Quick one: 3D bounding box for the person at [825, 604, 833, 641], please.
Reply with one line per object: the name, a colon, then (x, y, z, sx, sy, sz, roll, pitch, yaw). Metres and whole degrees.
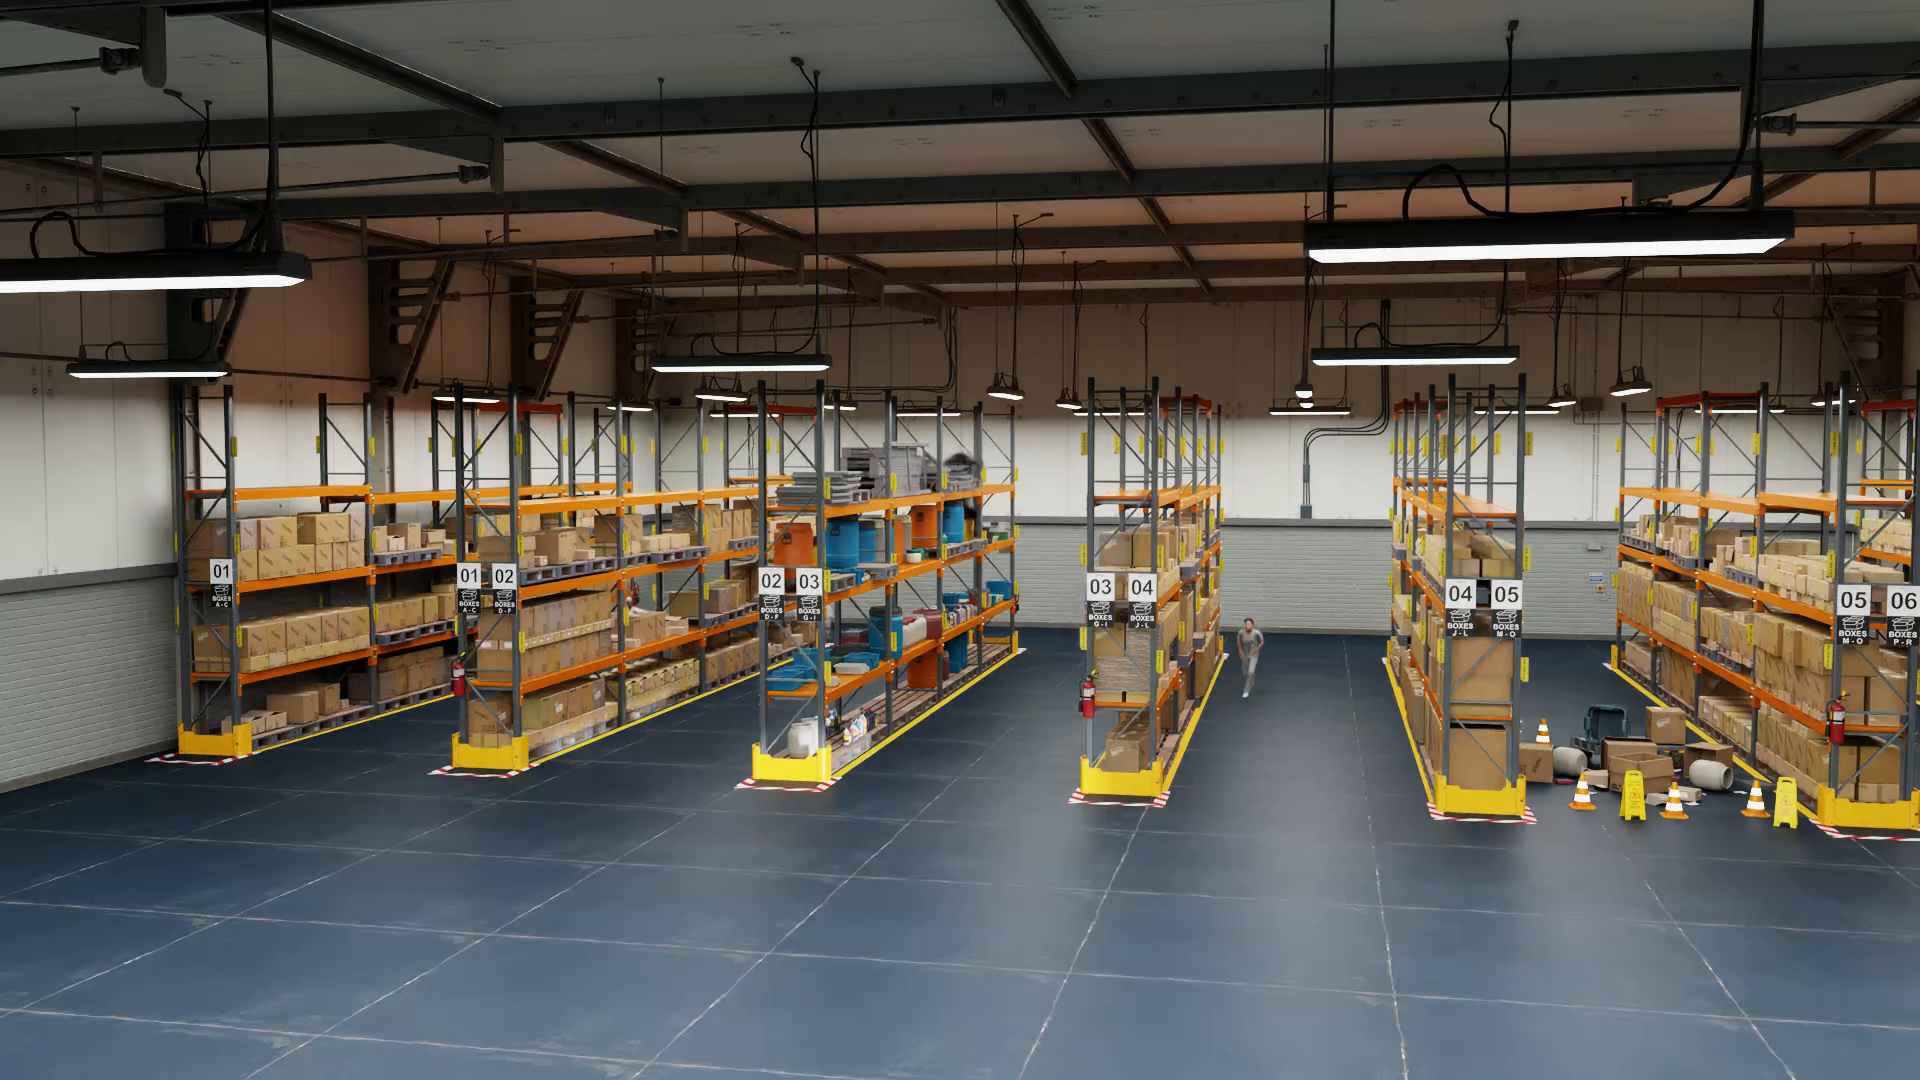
person: (-3.566, 1.693, 43.138, 0.645, 1.842, 0.864, -2, 4, -37)

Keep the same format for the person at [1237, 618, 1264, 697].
person: (5.852, 2.351, 33.488, 0.552, 1.608, 0.752, 1, 3, 15)

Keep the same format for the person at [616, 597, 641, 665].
person: (-7.315, 2.103, 36.877, 0.555, 1.705, 0.854, 1, 3, 12)
